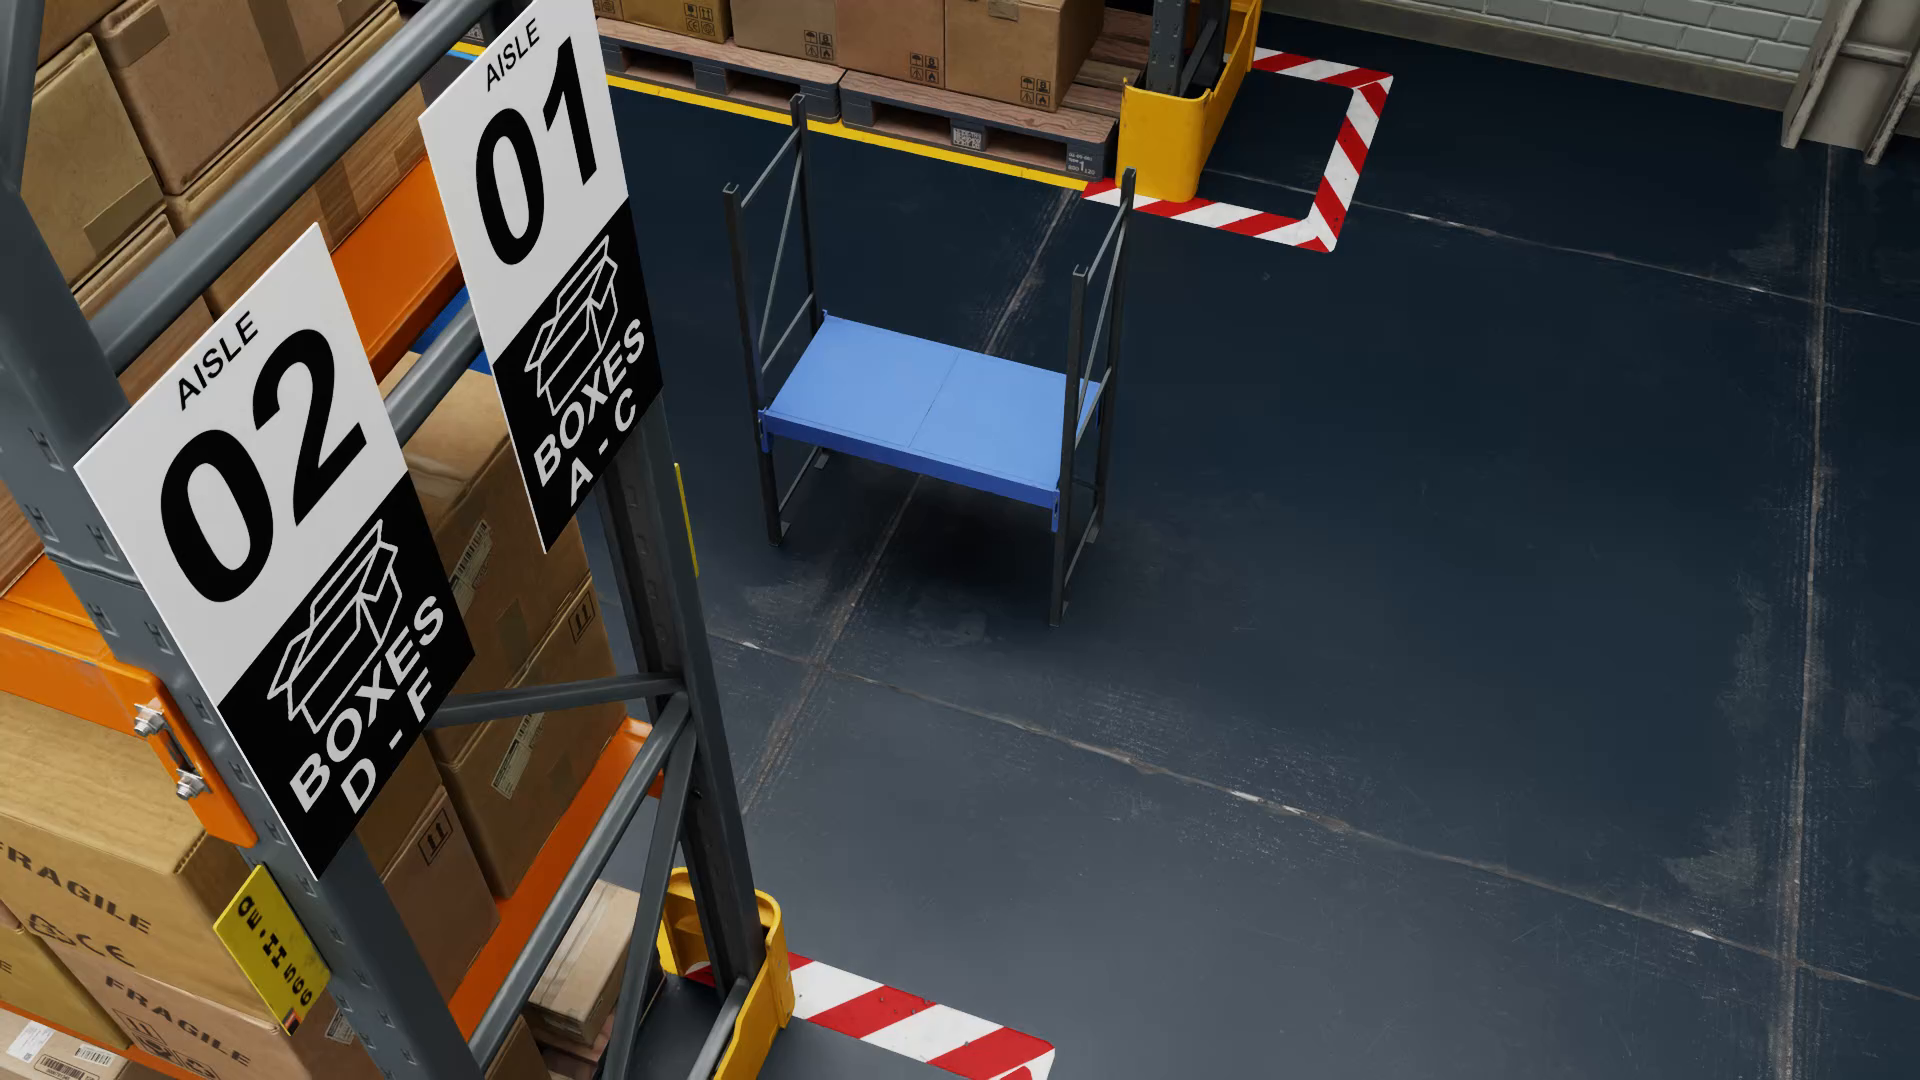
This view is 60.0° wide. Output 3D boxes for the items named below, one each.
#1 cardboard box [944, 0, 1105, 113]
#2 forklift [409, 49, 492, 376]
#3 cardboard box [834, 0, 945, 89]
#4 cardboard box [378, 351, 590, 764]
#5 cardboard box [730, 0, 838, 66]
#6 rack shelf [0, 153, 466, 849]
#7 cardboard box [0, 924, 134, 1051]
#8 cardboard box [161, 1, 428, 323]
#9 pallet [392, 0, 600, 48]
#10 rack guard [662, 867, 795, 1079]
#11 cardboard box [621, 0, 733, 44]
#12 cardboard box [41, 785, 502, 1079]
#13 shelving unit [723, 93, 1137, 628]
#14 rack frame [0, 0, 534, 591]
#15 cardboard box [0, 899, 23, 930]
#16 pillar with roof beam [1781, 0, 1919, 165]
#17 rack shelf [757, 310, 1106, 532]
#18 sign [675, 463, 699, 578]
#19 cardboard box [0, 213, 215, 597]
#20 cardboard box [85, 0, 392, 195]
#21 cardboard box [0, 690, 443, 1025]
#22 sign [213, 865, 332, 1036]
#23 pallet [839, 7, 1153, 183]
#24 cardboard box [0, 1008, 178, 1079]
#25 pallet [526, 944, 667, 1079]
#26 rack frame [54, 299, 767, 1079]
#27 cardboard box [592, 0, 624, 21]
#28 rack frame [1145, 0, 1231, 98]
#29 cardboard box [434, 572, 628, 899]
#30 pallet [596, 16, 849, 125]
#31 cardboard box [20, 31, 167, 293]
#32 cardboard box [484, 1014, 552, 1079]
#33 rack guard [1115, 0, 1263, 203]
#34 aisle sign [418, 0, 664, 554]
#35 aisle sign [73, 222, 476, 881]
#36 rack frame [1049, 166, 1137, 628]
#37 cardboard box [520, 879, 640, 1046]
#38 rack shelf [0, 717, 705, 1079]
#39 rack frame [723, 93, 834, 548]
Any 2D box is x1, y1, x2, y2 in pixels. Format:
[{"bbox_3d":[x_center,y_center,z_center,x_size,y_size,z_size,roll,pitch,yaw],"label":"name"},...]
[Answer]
[{"bbox_3d":[0.289,-2.278,7.116,0.500,0.500,0.700,16,51,13],"label":"cardboard box"},{"bbox_3d":[-2.879,-1.936,5.488,3.031,2.935,1.130,18,51,15],"label":"forklift"},{"bbox_3d":[-0.180,-2.409,7.229,0.500,0.500,0.700,15,51,13],"label":"cardboard box"},{"bbox_3d":[-1.058,0.002,3.035,0.500,0.500,0.500,17,51,14],"label":"cardboard box"},{"bbox_3d":[-0.652,-2.541,7.343,0.500,0.500,0.700,14,51,12],"label":"cardboard box"},{"bbox_3d":[-2.609,-0.605,2.781,4.000,0.370,1.077,16,51,13],"label":"rack shelf"},{"bbox_3d":[-1.735,0.575,3.201,0.500,0.500,0.500,16,51,13],"label":"cardboard box"},{"bbox_3d":[-1.127,-0.583,2.384,0.500,0.250,0.500,16,51,13],"label":"cardboard box"},{"bbox_3d":[-2.086,-2.727,7.973,1.213,0.211,1.003,16,51,13],"label":"pallet"},{"bbox_3d":[-0.804,1.464,4.150,0.348,0.500,1.175,16,51,13],"label":"rack guard"},{"bbox_3d":[-1.155,-2.675,7.460,0.500,0.500,0.700,17,51,14],"label":"cardboard box"},{"bbox_3d":[-1.247,0.708,3.085,0.500,0.500,0.500,17,51,14],"label":"cardboard box"},{"bbox_3d":[-0.080,-0.514,5.203,1.048,1.500,0.538,16,51,13],"label":"shelving unit"},{"bbox_3d":[-0.733,-1.299,0.921,0.127,3.000,1.000,16,51,13],"label":"rack frame"},{"bbox_3d":[-1.720,0.252,2.819,0.500,0.500,0.500,17,51,14],"label":"cardboard box"},{"bbox_3d":[2.321,-1.666,1.239,0.400,9.000,9.100,16,51,13],"label":"pillar with roof beam"},{"bbox_3d":[-0.080,-0.396,5.339,1.000,0.185,0.538,16,51,13],"label":"rack shelf"},{"bbox_3d":[-0.545,-0.003,3.195,0.005,0.325,0.100,16,51,13],"label":"sign"},{"bbox_3d":[-1.306,-0.216,2.066,0.500,0.250,0.500,16,51,13],"label":"cardboard box"},{"bbox_3d":[-1.124,-0.751,2.199,0.500,0.250,0.500,16,51,13],"label":"cardboard box"},{"bbox_3d":[-1.246,0.384,2.705,0.500,0.500,0.500,15,51,13],"label":"cardboard box"},{"bbox_3d":[-0.944,0.571,2.295,0.005,0.325,0.100,16,51,13],"label":"sign"},{"bbox_3d":[0.203,-2.088,7.420,1.213,0.211,1.003,16,51,13],"label":"pallet"},{"bbox_3d":[-2.209,1.184,4.267,0.500,0.250,0.500,16,51,13],"label":"cardboard box"},{"bbox_3d":[-1.552,1.351,4.440,1.213,0.211,1.003,16,51,13],"label":"pallet"},{"bbox_3d":[-0.733,0.665,3.188,0.127,3.000,1.000,16,51,13],"label":"rack frame"},{"bbox_3d":[-1.636,-2.811,7.578,0.500,0.500,0.700,15,51,13],"label":"cardboard box"},{"bbox_3d":[0.980,-2.847,6.233,0.127,3.000,1.000,16,51,13],"label":"rack frame"},{"bbox_3d":[-1.058,0.330,3.413,0.500,0.500,0.500,17,51,14],"label":"cardboard box"},{"bbox_3d":[-0.937,-2.408,7.698,1.213,0.211,1.003,16,51,13],"label":"pallet"},{"bbox_3d":[-1.303,-0.385,1.883,0.500,0.250,0.500,16,51,13],"label":"cardboard box"},{"bbox_3d":[-1.328,1.372,3.939,0.500,0.500,0.500,16,51,13],"label":"cardboard box"},{"bbox_3d":[1.003,-2.022,7.172,0.348,0.500,1.175,16,51,13],"label":"rack guard"},{"bbox_3d":[-0.567,-0.376,2.371,0.004,0.787,0.394,16,51,13],"label":"aisle sign"},{"bbox_3d":[-0.775,0.049,2.002,0.004,0.787,0.394,16,51,13],"label":"aisle sign"},{"bbox_3d":[0.397,-0.380,5.087,0.032,1.500,0.500,16,51,13],"label":"rack frame"},{"bbox_3d":[-1.006,1.102,4.406,0.250,0.149,0.380,16,51,13],"label":"cardboard box"},{"bbox_3d":[-2.609,0.377,3.914,4.000,0.370,1.077,16,51,13],"label":"rack shelf"},{"bbox_3d":[-0.557,-0.647,5.318,0.032,1.500,0.500,16,51,13],"label":"rack frame"}]
